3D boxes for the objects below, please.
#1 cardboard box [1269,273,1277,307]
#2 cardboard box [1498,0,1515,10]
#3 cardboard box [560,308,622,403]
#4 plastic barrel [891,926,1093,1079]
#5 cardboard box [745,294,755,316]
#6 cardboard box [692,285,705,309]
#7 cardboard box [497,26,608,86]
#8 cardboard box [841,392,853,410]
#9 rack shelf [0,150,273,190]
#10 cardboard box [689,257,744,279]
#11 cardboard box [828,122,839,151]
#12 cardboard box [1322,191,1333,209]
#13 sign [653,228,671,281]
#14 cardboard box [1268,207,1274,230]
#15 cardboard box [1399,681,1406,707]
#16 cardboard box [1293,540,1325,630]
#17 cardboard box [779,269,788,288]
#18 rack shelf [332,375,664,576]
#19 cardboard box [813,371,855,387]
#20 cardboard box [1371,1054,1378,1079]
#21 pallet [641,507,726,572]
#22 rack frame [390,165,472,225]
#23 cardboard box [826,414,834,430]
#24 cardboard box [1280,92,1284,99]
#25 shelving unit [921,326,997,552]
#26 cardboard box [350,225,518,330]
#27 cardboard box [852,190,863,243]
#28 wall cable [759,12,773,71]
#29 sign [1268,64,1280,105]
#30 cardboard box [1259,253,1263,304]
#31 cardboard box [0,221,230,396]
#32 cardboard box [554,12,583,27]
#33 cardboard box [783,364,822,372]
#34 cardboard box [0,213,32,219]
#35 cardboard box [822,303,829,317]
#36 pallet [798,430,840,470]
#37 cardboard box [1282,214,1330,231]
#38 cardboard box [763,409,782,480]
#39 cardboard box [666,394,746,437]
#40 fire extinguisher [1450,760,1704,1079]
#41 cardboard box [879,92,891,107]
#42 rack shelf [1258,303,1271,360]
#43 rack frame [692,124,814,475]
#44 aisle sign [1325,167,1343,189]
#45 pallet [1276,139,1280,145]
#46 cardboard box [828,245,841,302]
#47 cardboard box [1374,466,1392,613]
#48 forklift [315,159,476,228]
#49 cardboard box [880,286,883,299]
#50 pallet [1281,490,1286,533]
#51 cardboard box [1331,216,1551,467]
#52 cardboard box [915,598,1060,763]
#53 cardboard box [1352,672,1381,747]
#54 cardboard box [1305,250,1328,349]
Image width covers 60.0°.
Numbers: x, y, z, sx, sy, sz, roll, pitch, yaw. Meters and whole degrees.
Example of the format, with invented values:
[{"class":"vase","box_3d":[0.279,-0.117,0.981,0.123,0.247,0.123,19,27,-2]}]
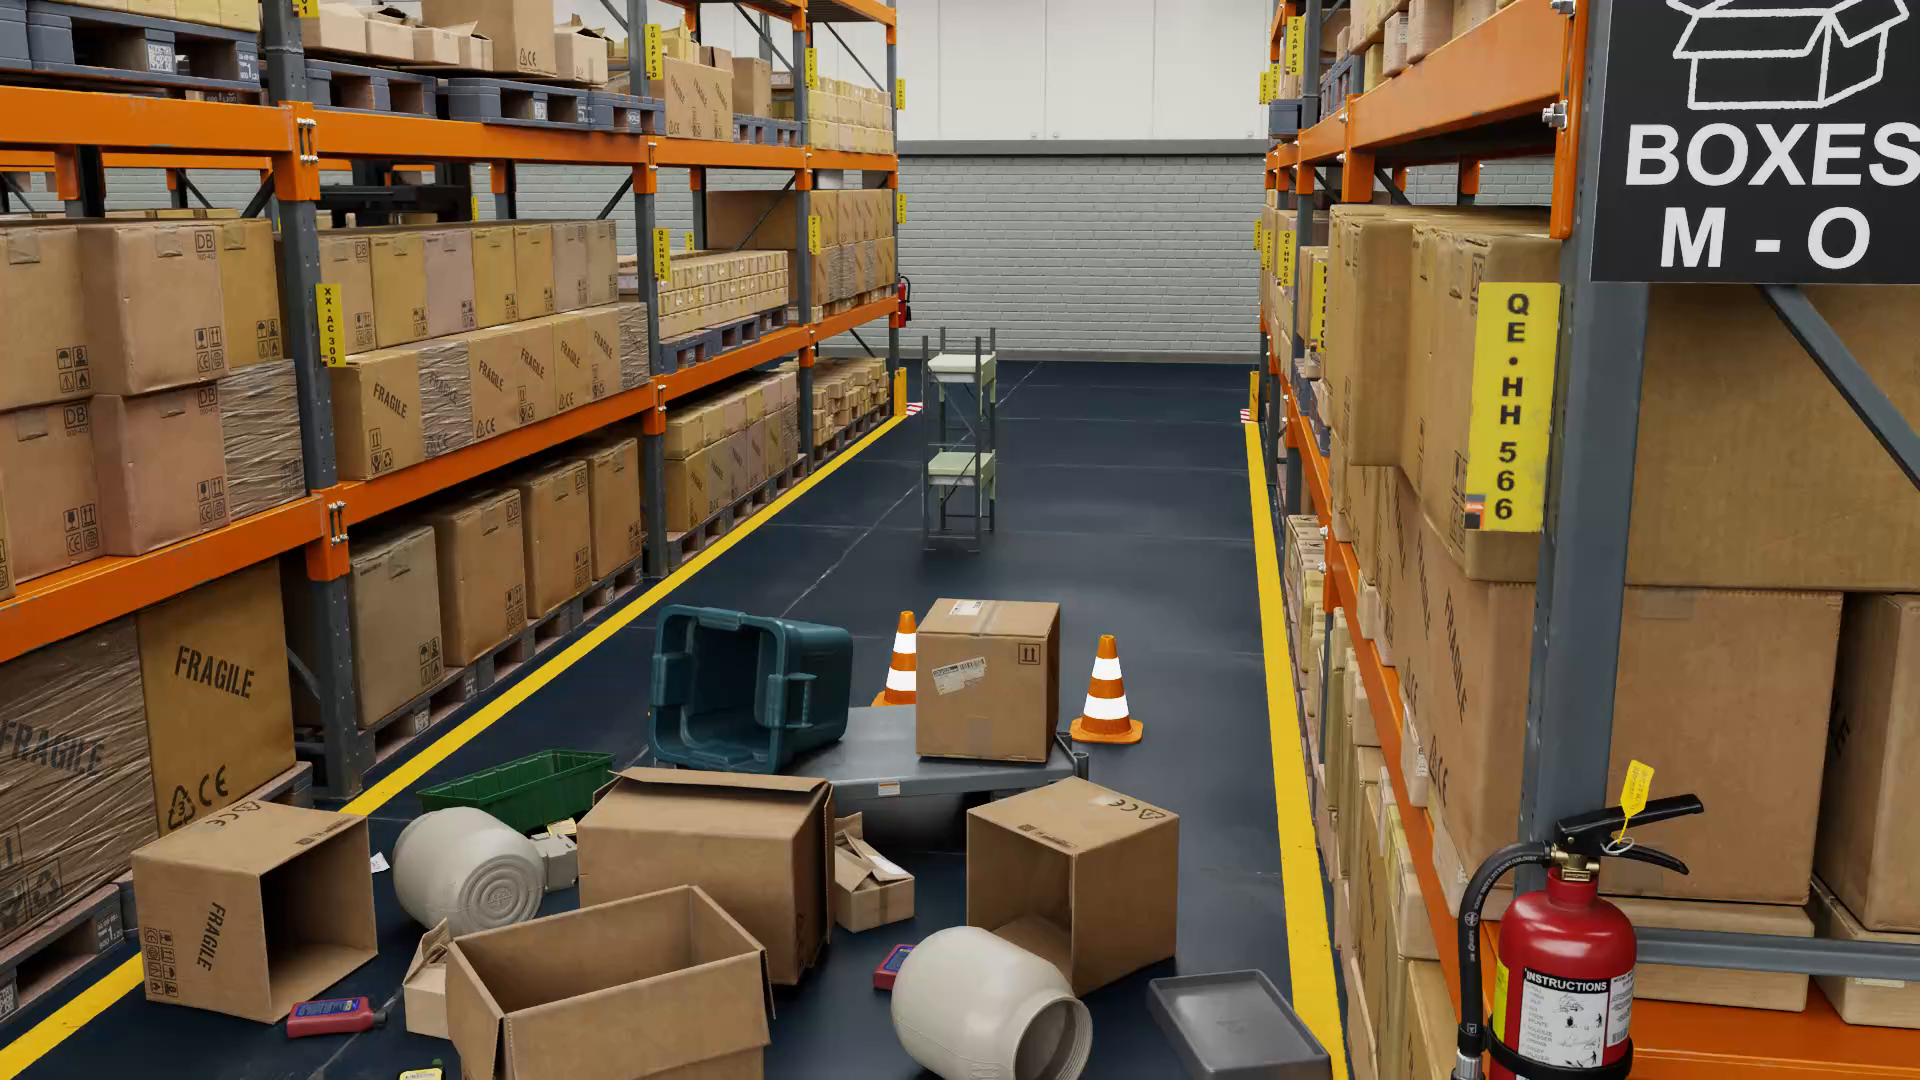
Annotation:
[{"class":"cardboard box","box_3d":[2.763,-2.015,13.394,0.500,0.250,0.500,2,12,7]},{"class":"cardboard box","box_3d":[1.049,-0.908,2.564,0.380,0.149,0.250,2,12,9]},{"class":"cardboard box","box_3d":[-2.294,-1.076,9.629,0.500,0.500,0.500,2,12,9]},{"class":"plastic barrel","box_3d":[0.086,1.352,4.716,0.421,0.421,0.512,-10,16,-40]},{"class":"cardboard box","box_3d":[-1.818,-1.843,13.026,0.380,0.149,0.250,1,12,6]},{"class":"cardboard box","box_3d":[-2.023,-1.720,11.748,0.380,0.149,0.250,2,12,9]},{"class":"cardboard box","box_3d":[-2.276,-2.683,9.180,0.500,0.311,0.500,2,12,9]},{"class":"cardboard box","box_3d":[-1.262,-1.359,16.242,0.380,0.149,0.250,2,12,8]},{"class":"rack shelf","box_3d":[-6.990,-2.946,13.131,1.077,0.370,4.000,2,12,9]},{"class":"cardboard box","box_3d":[-1.867,-2.078,12.703,0.380,0.149,0.250,1,12,6]},{"class":"cardboard box","box_3d":[-1.397,-3.651,15.052,0.500,0.250,0.500,2,12,8]},{"class":"cardboard box","box_3d":[2.990,-2.907,14.213,0.380,0.149,0.250,2,12,10]},{"class":"sign","box_3d":[-1.863,-1.782,10.394,0.100,0.325,0.005,2,12,9]},{"class":"cardboard box","box_3d":[3.065,-2.783,15.177,0.500,0.500,0.500,2,12,9]},{"class":"cardboard box","box_3d":[1.238,0.341,3.888,0.380,0.149,0.250,2,12,8]},{"class":"cardboard box","box_3d":[2.292,0.256,8.924,0.950,0.372,0.625,2,12,8]},{"class":"cardboard box","box_3d":[-1.663,-2.205,13.997,0.380,0.149,0.250,2,12,10]},{"class":"rack shelf","box_3d":[-2.720,-0.465,8.740,1.077,0.370,4.000,2,12,9]},{"class":"cardboard box","box_3d":[-1.261,-1.613,16.718,0.380,0.149,0.250,1,12,7]},{"class":"cardboard box","box_3d":[1.210,1.426,3.788,0.500,0.250,0.500,2,12,9]},{"class":"pallet","box_3d":[-2.290,-0.033,11.644,1.003,0.211,1.213,2,12,9]},{"class":"rack frame","box_3d":[-6.067,-3.080,19.167,1.000,3.000,0.127,2,12,9]},{"class":"cardboard box","box_3d":[-1.406,-1.106,15.777,0.380,0.149,0.250,2,12,7]},{"class":"cardboard box","box_3d":[2.569,-3.232,12.308,0.380,0.166,0.250,1,12,5]},{"class":"shelving unit","box_3d":[-0.001,-0.732,11.829,0.431,1.500,0.755,2,12,9]},{"class":"cardboard box","box_3d":[-2.723,-1.359,8.570,0.700,0.500,0.500,2,12,8]},{"class":"cardboard box","box_3d":[-1.234,-3.154,16.192,0.500,0.500,0.500,1,12,7]},{"class":"wall cable","box_3d":[-1.792,-8.651,23.139,2.277,5.999,0.120,2,12,9]},{"class":"sign","box_3d":[2.561,-3.702,13.516,0.100,0.325,0.005,2,12,9]},{"class":"cardboard box","box_3d":[3.367,-2.718,17.246,0.500,0.500,0.500,2,12,8]},{"class":"cardboard box","box_3d":[-3.088,-0.808,5.703,0.875,0.550,0.550,2,12,9]},{"class":"cardboard box","box_3d":[-2.607,-3.215,10.619,0.396,0.266,0.258,2,12,9]},{"class":"cardboard box","box_3d":[-1.643,-1.739,17.301,0.380,0.149,0.250,1,12,6]},{"class":"cardboard box","box_3d":[-7.169,-2.106,12.027,0.797,0.503,0.637,2,12,11]},{"class":"cardboard box","box_3d":[-1.427,-2.161,15.498,0.380,0.149,0.250,1,12,6]},{"class":"pallet","box_3d":[-1.729,-0.844,15.408,1.003,0.211,1.213,2,12,9]},{"class":"cardboard box","box_3d":[2.554,-2.063,11.836,0.500,0.500,0.500,2,12,8]},{"class":"cardboard box","box_3d":[-1.741,-0.780,13.431,0.500,0.500,0.500,2,12,7]},{"class":"cardboard box","box_3d":[-1.900,-0.927,12.332,0.500,0.250,0.500,2,12,9]},{"class":"fire extinguisher","box_3d":[0.791,0.618,2.189,0.296,0.674,0.183,2,12,9]},{"class":"cardboard box","box_3d":[-0.943,-4.652,17.563,0.380,0.149,0.250,2,12,8]},{"class":"rack shelf","box_3d":[3.417,-1.991,15.821,1.077,0.370,4.000,2,12,9]},{"class":"rack frame","box_3d":[-1.797,-2.066,14.460,1.000,3.000,0.127,2,12,9]},{"class":"aisle sign","box_3d":[4.042,-4.035,17.426,0.394,0.787,0.004,2,12,9]},{"class":"pallet","box_3d":[3.246,-3.520,14.295,1.003,0.211,1.213,2,12,9]},{"class":"cardboard box","box_3d":[-1.403,-2.458,15.337,0.500,0.500,0.500,2,12,9]},{"class":"cardboard box","box_3d":[1.334,-0.058,4.198,0.500,0.500,0.500,2,12,9]},{"class":"forklift","box_3d":[-4.498,-1.741,13.113,1.130,2.935,3.031,2,12,9]},{"class":"cardboard box","box_3d":[-1.028,-2.648,17.758,0.380,0.149,0.250,2,12,9]},{"class":"pallet","box_3d":[2.880,-0.146,12.168,1.003,0.211,1.213,2,12,9]},{"class":"cardboard box","box_3d":[1.189,-0.440,3.597,0.700,0.500,0.500,2,12,8]},{"class":"cardboard box","box_3d":[0.116,0.539,6.508,0.500,0.500,0.500,2,12,9]},{"class":"cardboard box","box_3d":[1.328,0.495,4.786,0.380,0.149,0.250,3,12,12]},{"class":"cardboard box","box_3d":[2.124,-1.299,8.959,0.500,0.500,0.500,3,12,12]}]
